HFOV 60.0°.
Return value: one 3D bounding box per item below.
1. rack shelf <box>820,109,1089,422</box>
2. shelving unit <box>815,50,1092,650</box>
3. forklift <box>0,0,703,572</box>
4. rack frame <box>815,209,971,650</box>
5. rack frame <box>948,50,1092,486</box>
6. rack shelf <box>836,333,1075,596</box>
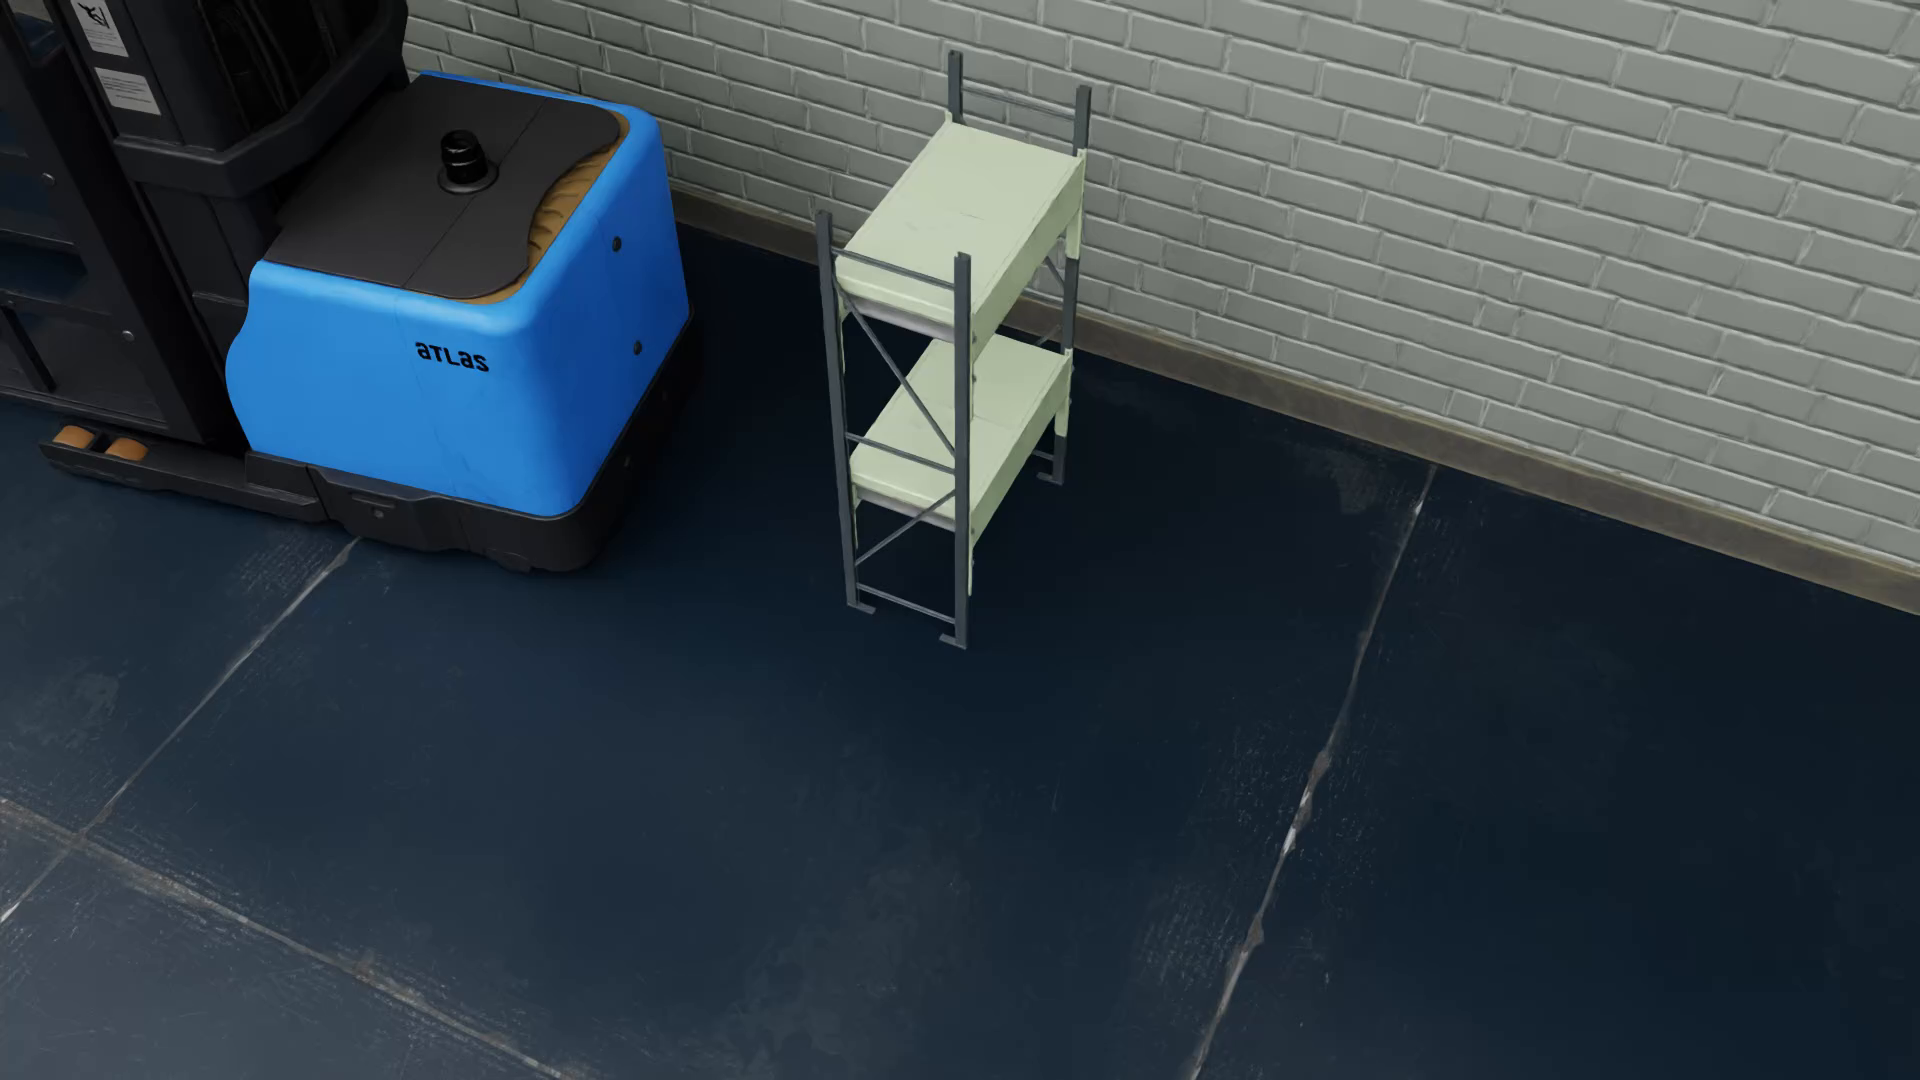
[{"bbox_3d":[-0.003,-0.734,4.378,0.431,0.370,0.720,20,52,16],"label":"rack shelf"},{"bbox_3d":[-0.003,-0.481,4.675,0.431,1.500,0.755,20,52,16],"label":"shelving unit"},{"bbox_3d":[-2.451,-1.492,4.595,3.031,2.935,1.130,12,51,10],"label":"forklift"},{"bbox_3d":[-0.159,-0.229,4.460,0.400,1.500,0.023,20,52,16],"label":"rack frame"},{"bbox_3d":[0.154,-0.733,4.889,0.400,1.500,0.023,20,52,16],"label":"rack frame"},{"bbox_3d":[-0.003,-0.270,4.923,0.431,0.370,0.720,20,52,16],"label":"rack shelf"}]
